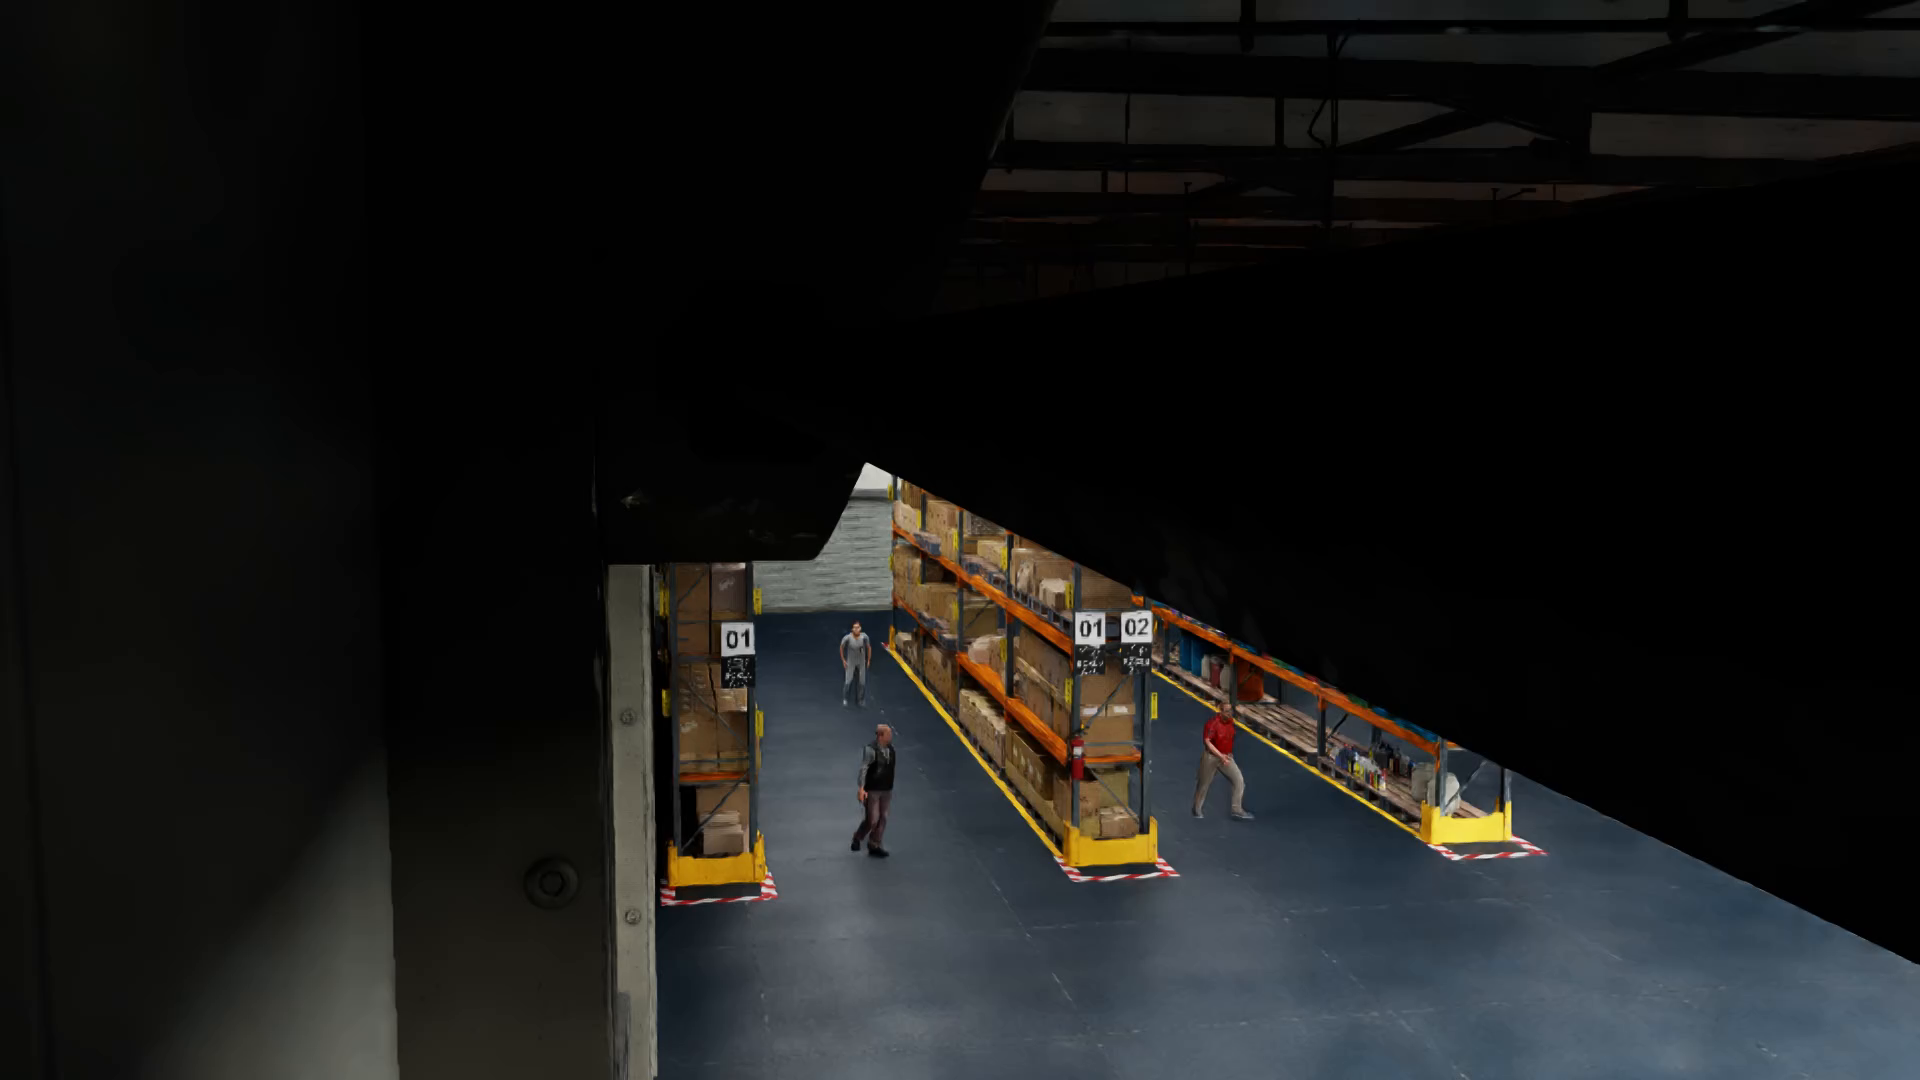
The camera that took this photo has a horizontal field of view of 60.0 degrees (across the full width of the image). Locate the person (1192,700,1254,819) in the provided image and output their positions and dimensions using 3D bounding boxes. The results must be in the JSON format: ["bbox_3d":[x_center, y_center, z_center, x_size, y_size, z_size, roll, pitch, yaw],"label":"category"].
[{"bbox_3d":[3.581,3.017,22.965,0.679,1.674,0.768,-4,7,-32],"label":"person"}]

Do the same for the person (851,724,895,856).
[{"bbox_3d":[-1.105,3.184,21.290,0.523,1.716,0.586,6,8,42],"label":"person"}]

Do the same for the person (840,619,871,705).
[{"bbox_3d":[-1.917,2.243,30.466,0.580,1.617,0.503,-1,6,-12],"label":"person"}]
